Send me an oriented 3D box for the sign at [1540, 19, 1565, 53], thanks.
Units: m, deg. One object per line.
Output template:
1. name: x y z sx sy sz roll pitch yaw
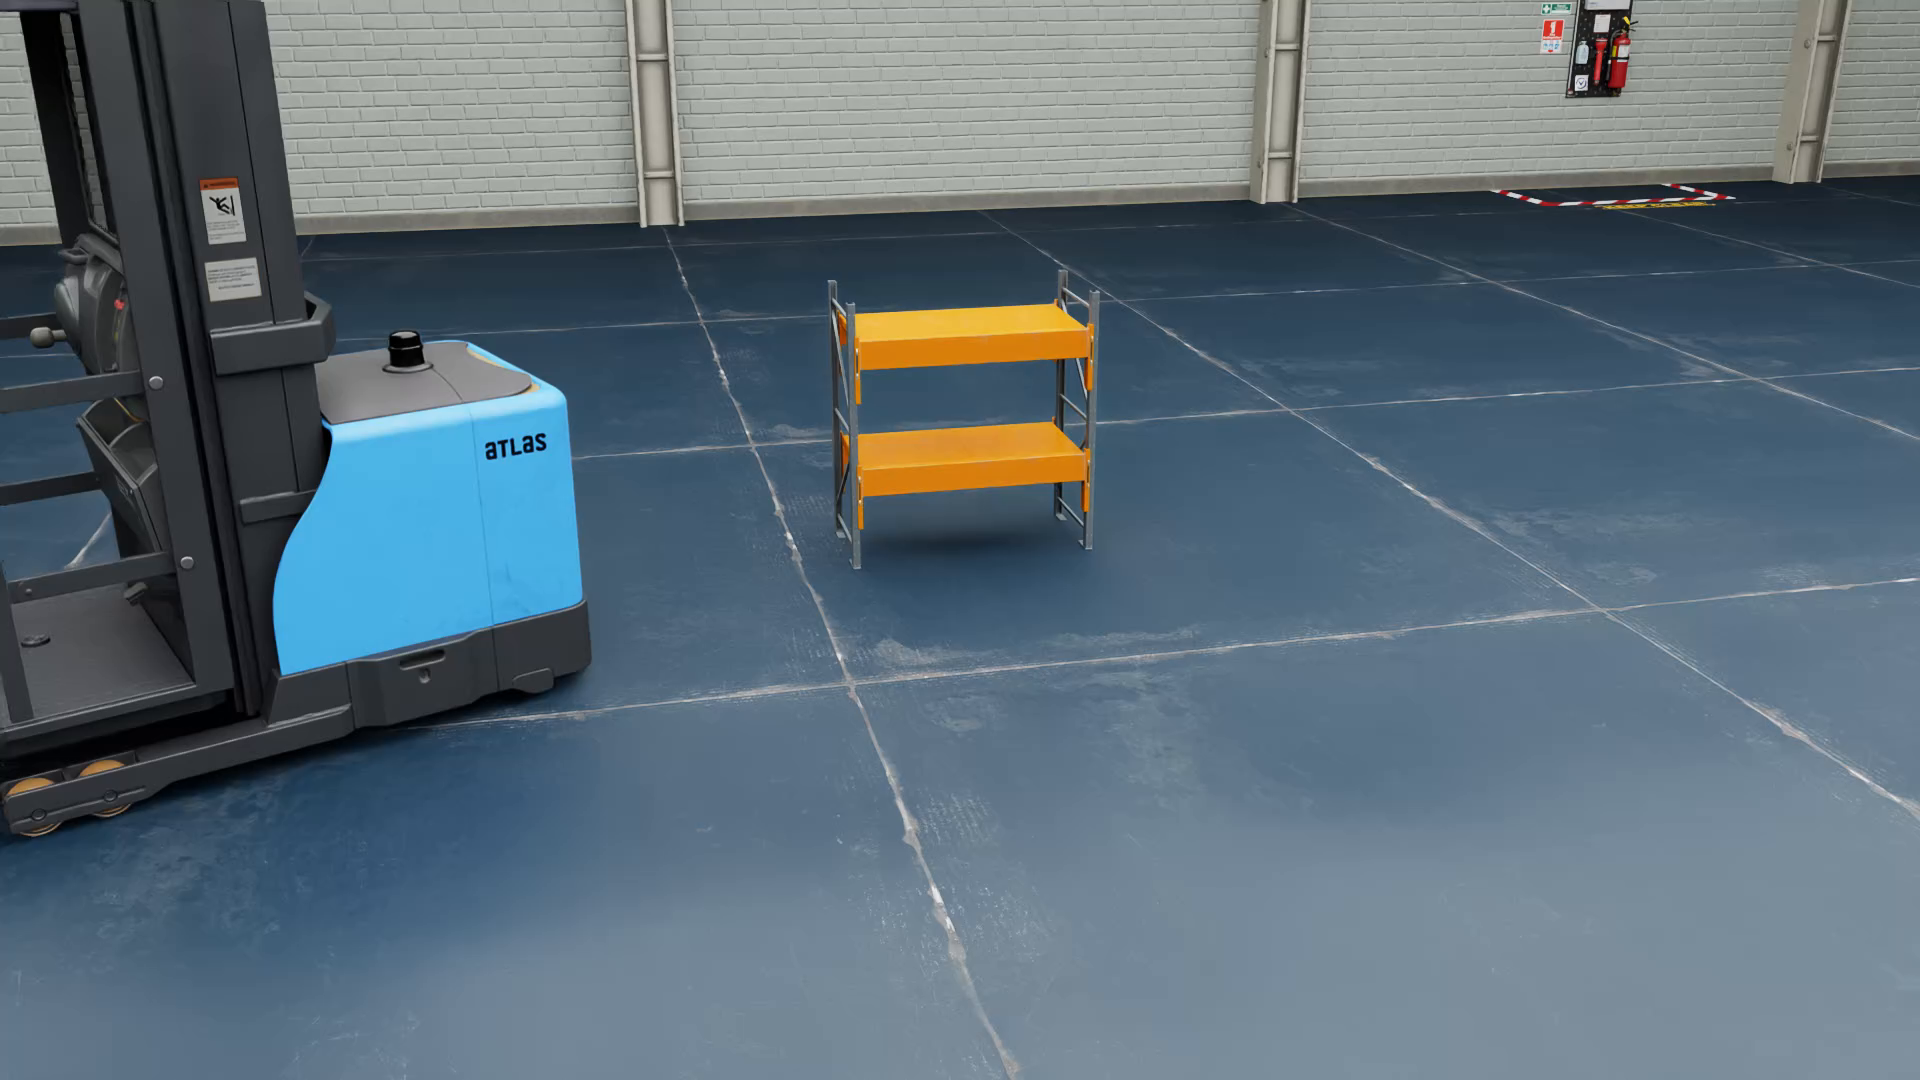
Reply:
1. sign: 5.971 -5.078 16.765 0.234 0.329 0.001 -5 21 -12

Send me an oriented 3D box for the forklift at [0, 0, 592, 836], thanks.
1. forklift: -2.803 -0.706 4.981 3.031 2.935 1.130 -14 24 -33

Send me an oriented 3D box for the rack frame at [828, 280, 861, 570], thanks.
1. rack frame: -0.488 -0.488 7.013 0.032 1.125 0.500 -5 21 -12

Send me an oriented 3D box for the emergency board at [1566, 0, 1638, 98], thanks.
1. emergency board: 6.533 -5.071 16.796 0.643 1.169 0.194 -5 21 -12

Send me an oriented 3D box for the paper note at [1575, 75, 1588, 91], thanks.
1. paper note: 6.345 -4.666 16.972 0.142 0.148 0.016 -5 21 -12

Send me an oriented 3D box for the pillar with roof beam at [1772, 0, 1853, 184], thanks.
1. pillar with roof beam: 9.937 -6.629 12.329 0.400 9.000 9.100 -5 21 -12

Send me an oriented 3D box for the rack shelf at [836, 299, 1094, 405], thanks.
1. rack shelf: 0.007 -0.804 7.022 1.000 0.278 0.538 -5 21 -12

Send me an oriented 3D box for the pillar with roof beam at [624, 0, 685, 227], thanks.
1. pillar with roof beam: -1.741 -5.680 9.737 0.400 9.000 9.100 -5 21 -12

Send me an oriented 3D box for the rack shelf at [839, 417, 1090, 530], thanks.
1. rack shelf: 0.007 -0.299 7.207 1.000 0.278 0.538 -5 21 -12

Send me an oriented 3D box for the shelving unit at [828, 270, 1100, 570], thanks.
1. shelving unit: 0.007 -0.529 7.123 1.048 1.125 0.538 -5 21 -12

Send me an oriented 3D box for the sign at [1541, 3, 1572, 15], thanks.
1. sign: 5.978 -5.324 16.666 0.331 0.109 0.001 -5 21 -12

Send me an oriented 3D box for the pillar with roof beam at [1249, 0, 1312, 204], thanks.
1. pillar with roof beam: 4.098 -6.154 11.033 0.400 9.000 9.100 -5 21 -12

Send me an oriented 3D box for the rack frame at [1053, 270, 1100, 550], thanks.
1. rack frame: 0.501 -0.569 7.232 0.032 1.125 0.500 -5 21 -12
